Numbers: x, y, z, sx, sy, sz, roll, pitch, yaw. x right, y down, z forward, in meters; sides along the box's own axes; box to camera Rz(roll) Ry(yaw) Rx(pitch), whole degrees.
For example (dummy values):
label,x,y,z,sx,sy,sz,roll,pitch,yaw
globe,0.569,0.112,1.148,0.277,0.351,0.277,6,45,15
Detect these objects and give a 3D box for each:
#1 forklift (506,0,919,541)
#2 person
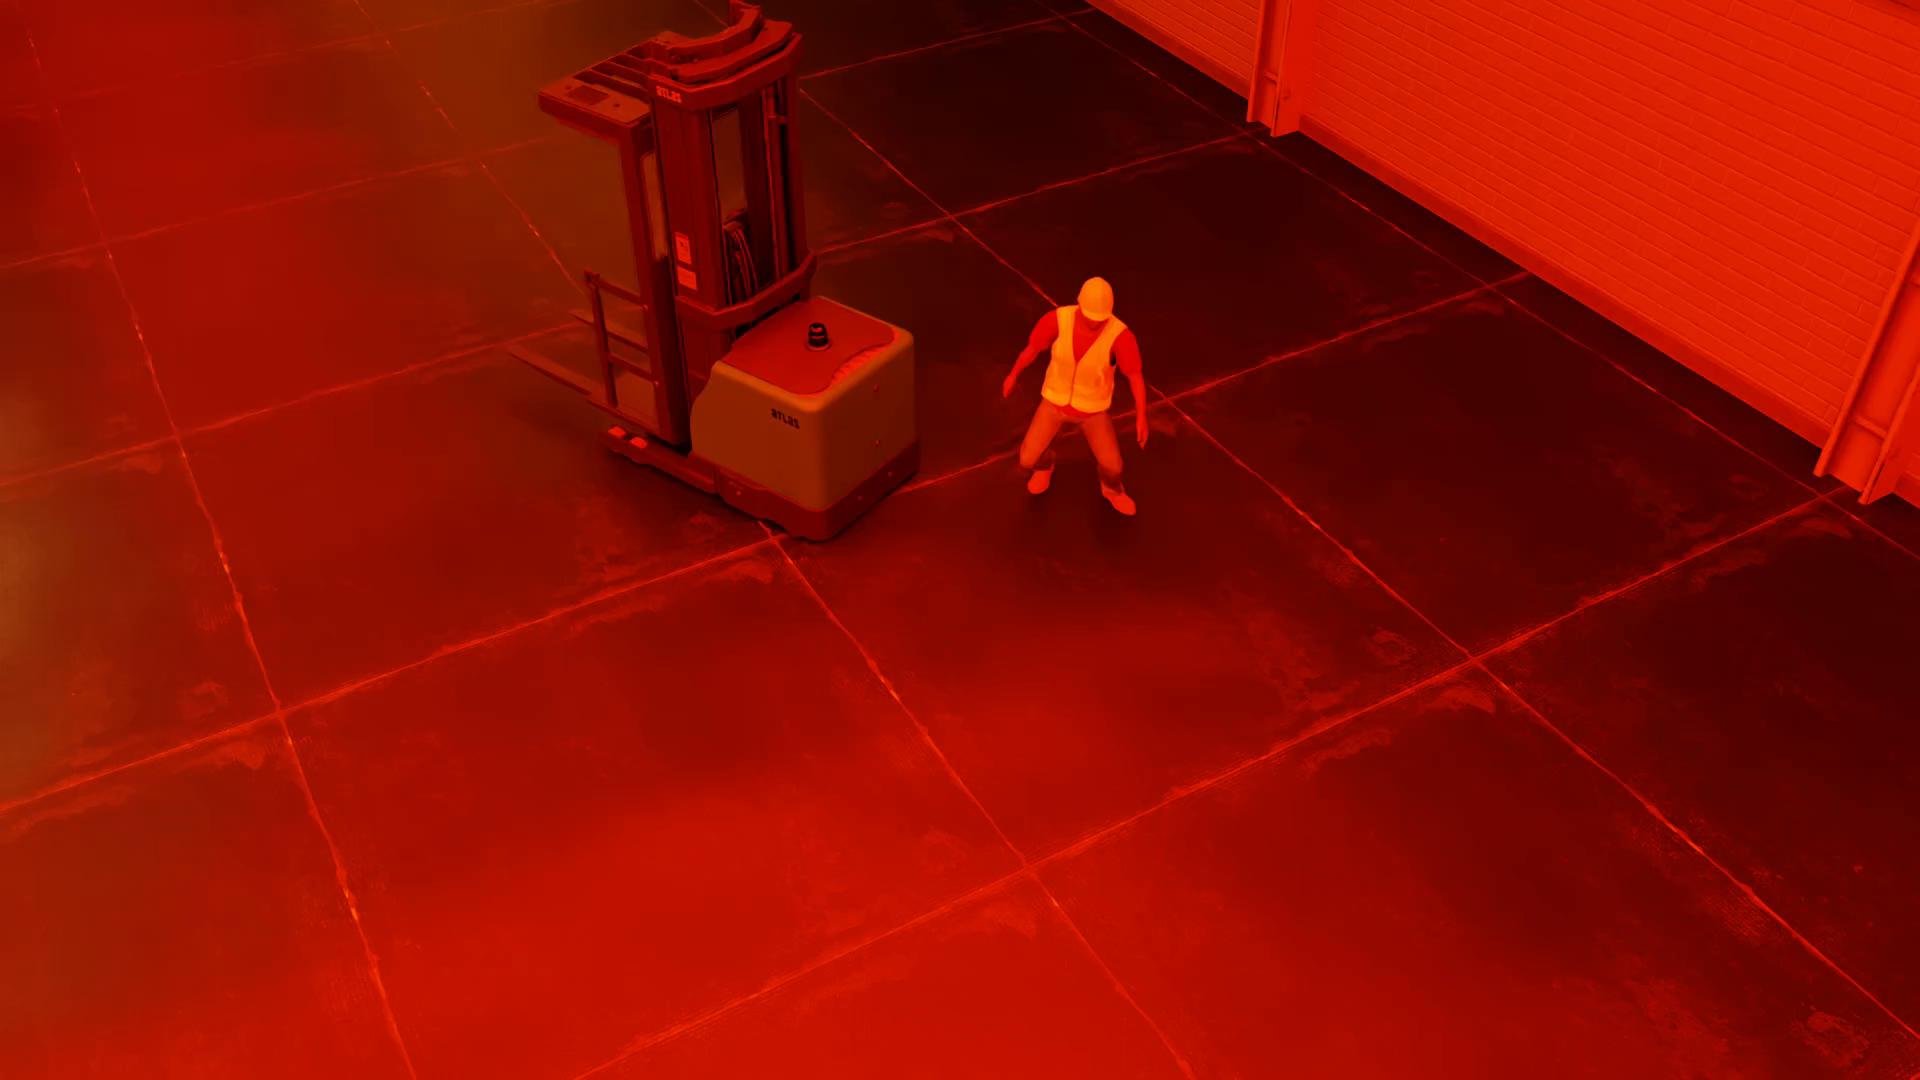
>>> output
label,x,y,z,sx,sy,sz,roll,pitch,yaw
forklift,-1.751,-1.882,10.305,3.031,2.935,1.130,25,46,27
person,0.697,-0.857,10.065,0.954,1.672,0.507,13,41,15
